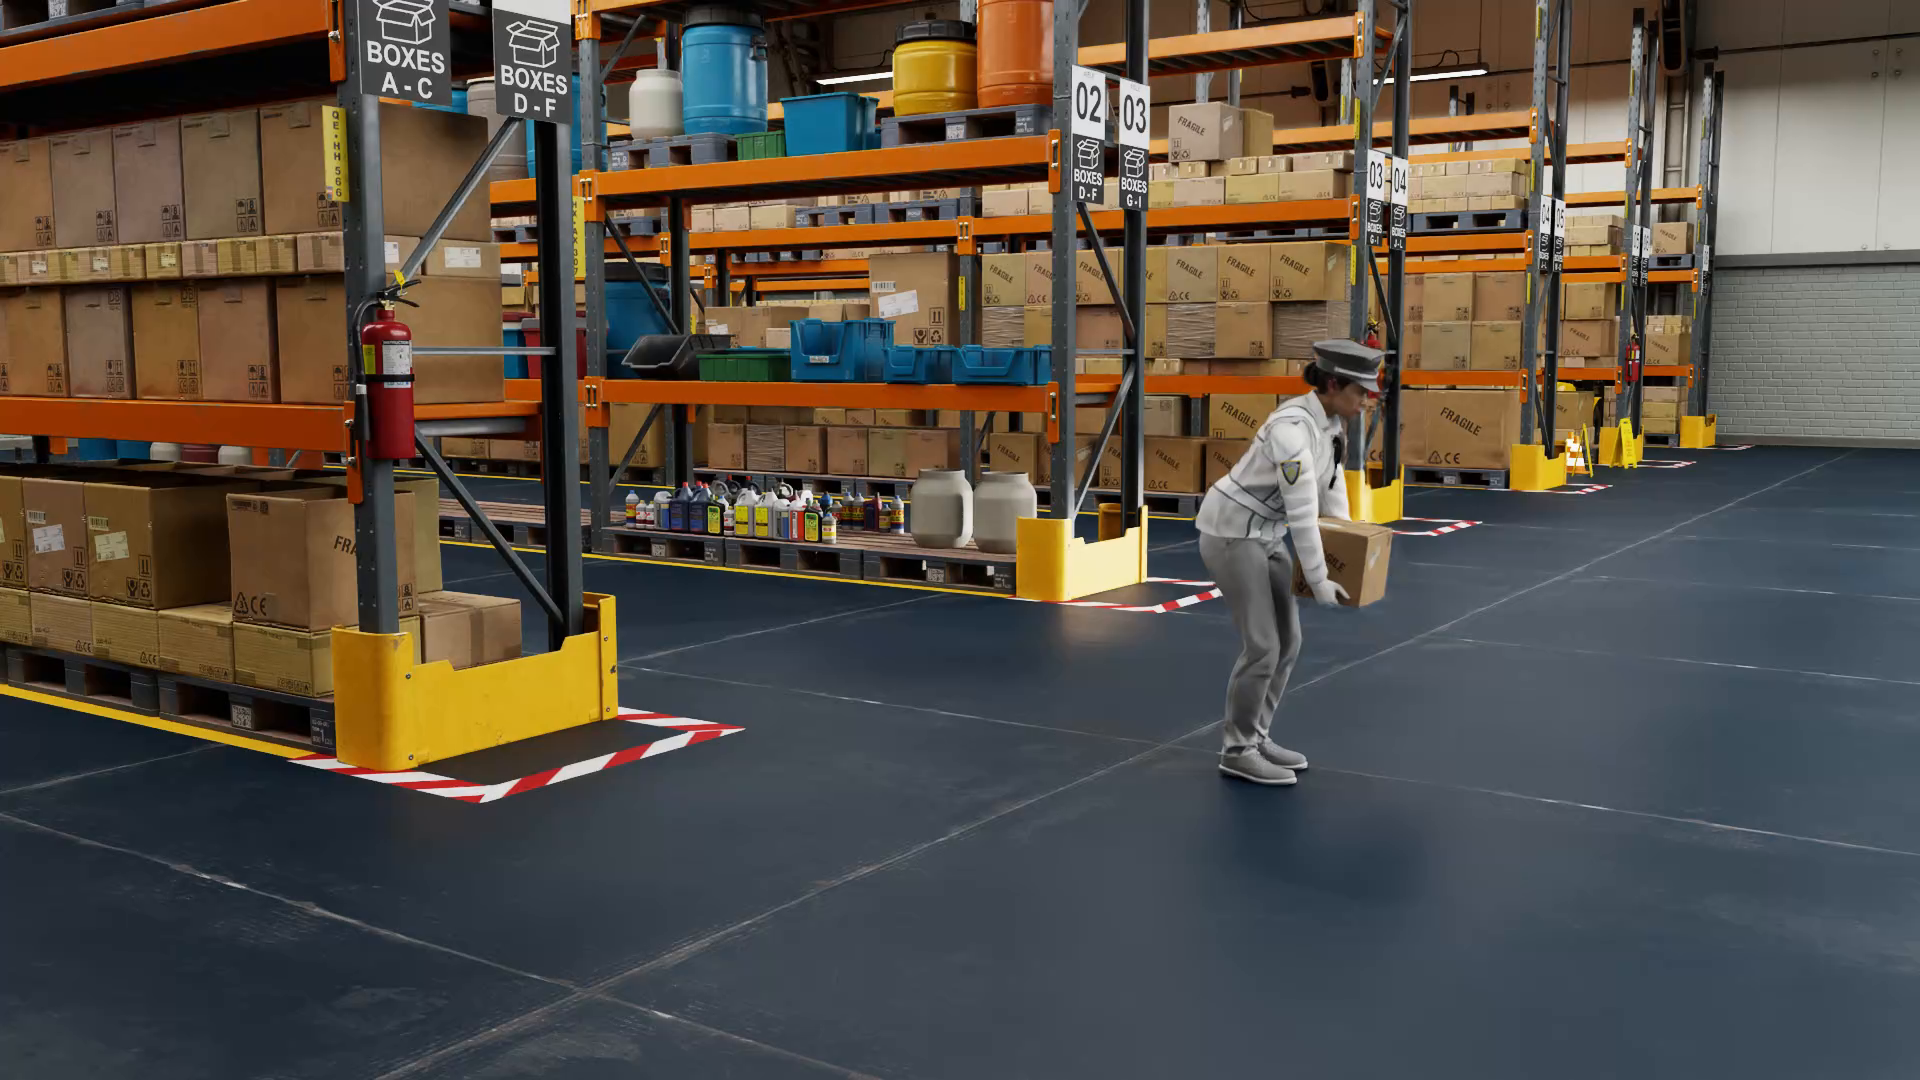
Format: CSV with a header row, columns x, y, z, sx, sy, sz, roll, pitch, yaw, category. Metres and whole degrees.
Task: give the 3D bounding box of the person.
x,y,z,sx,sy,sz,roll,pitch,yaw,category
1.162,0.081,5.871,0.648,1.541,0.410,4,8,32,person
